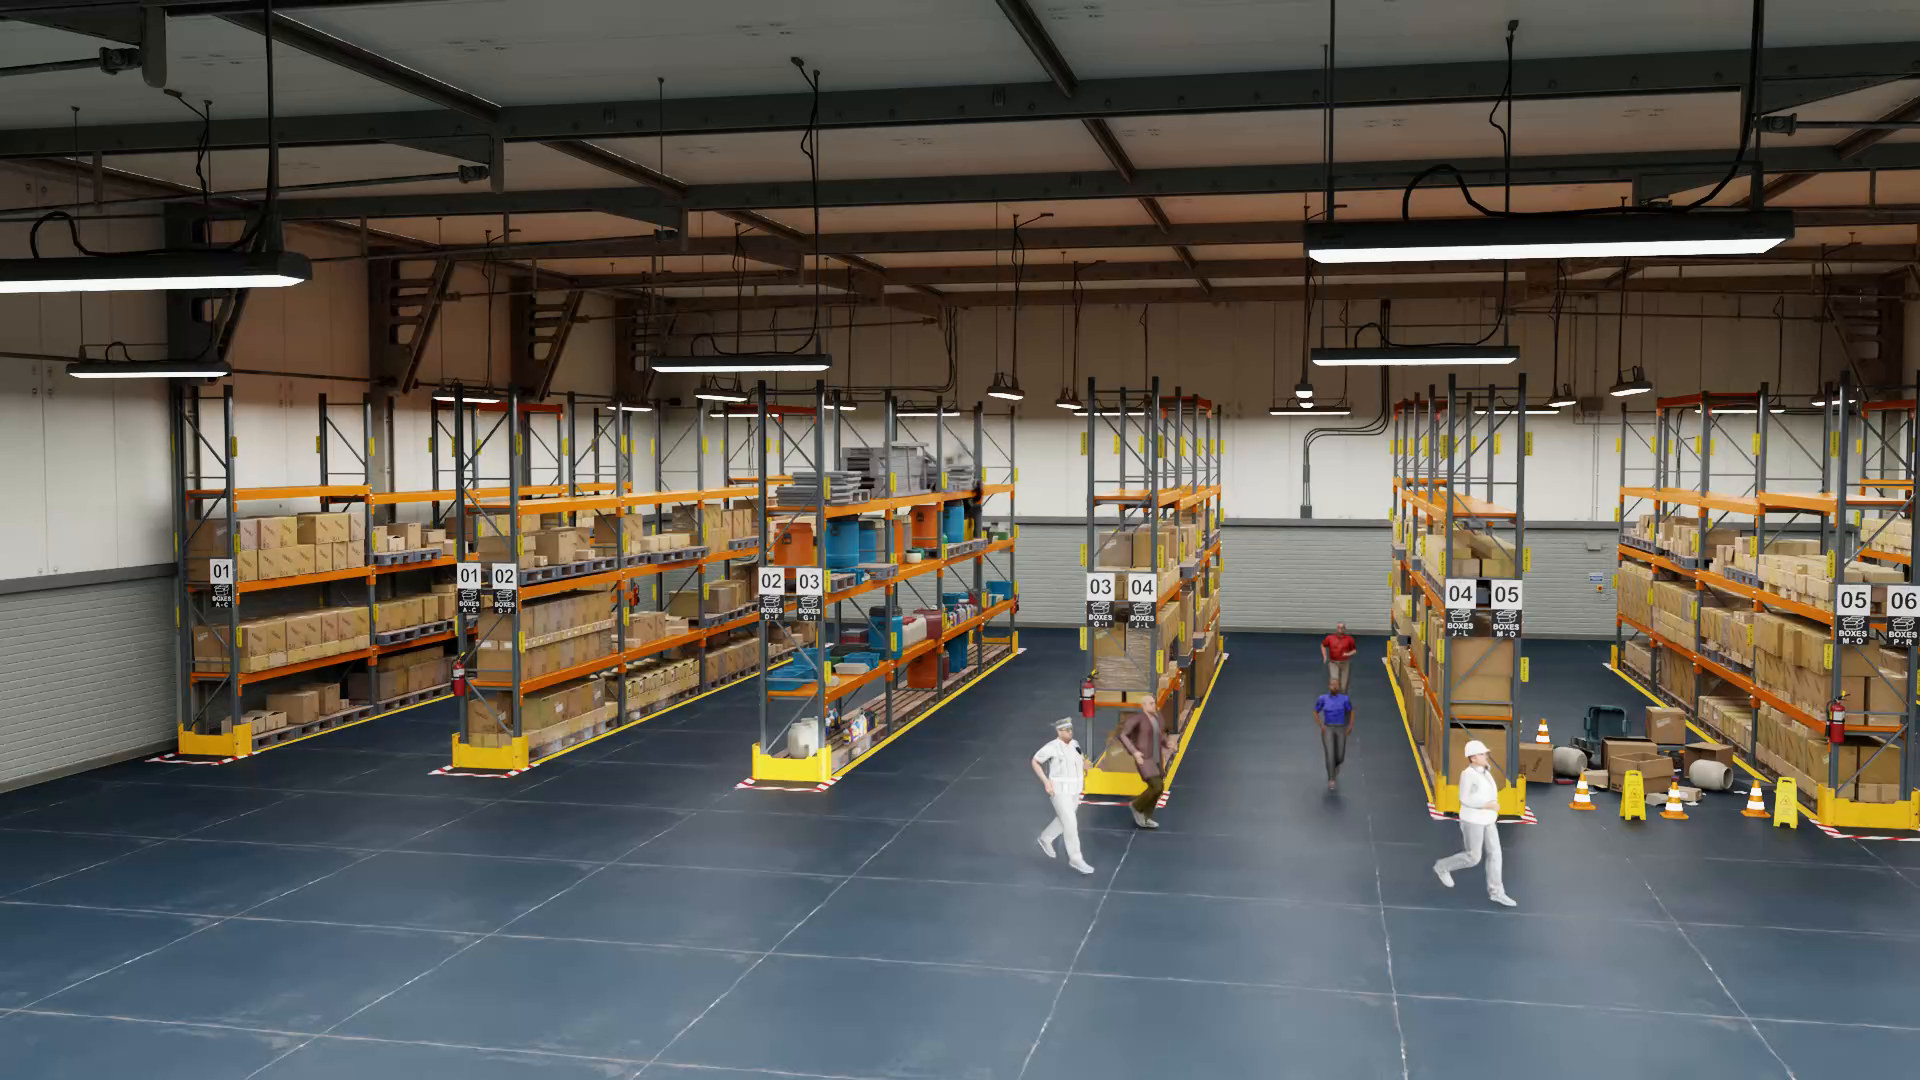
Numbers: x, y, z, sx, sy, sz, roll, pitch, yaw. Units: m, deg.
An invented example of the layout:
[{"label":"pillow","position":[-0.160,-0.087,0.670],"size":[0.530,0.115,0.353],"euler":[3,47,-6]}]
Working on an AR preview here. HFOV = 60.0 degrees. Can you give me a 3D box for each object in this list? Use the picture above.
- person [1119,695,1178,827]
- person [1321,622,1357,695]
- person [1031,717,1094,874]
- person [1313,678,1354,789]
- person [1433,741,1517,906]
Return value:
[{"label":"person","position":[2.511,2.931,21.785],"size":[0.706,1.695,0.620],"euler":[-3,4,-43]},{"label":"person","position":[7.135,2.398,31.264],"size":[0.637,1.720,0.675],"euler":[0,3,7]},{"label":"person","position":[1.246,2.985,19.767],"size":[0.976,1.782,0.658],"euler":[3,4,43]},{"label":"person","position":[5.518,2.828,24.586],"size":[0.604,1.618,0.607],"euler":[0,3,5]},{"label":"person","position":[5.684,3.088,18.298],"size":[0.935,1.770,0.661],"euler":[3,4,45]}]
